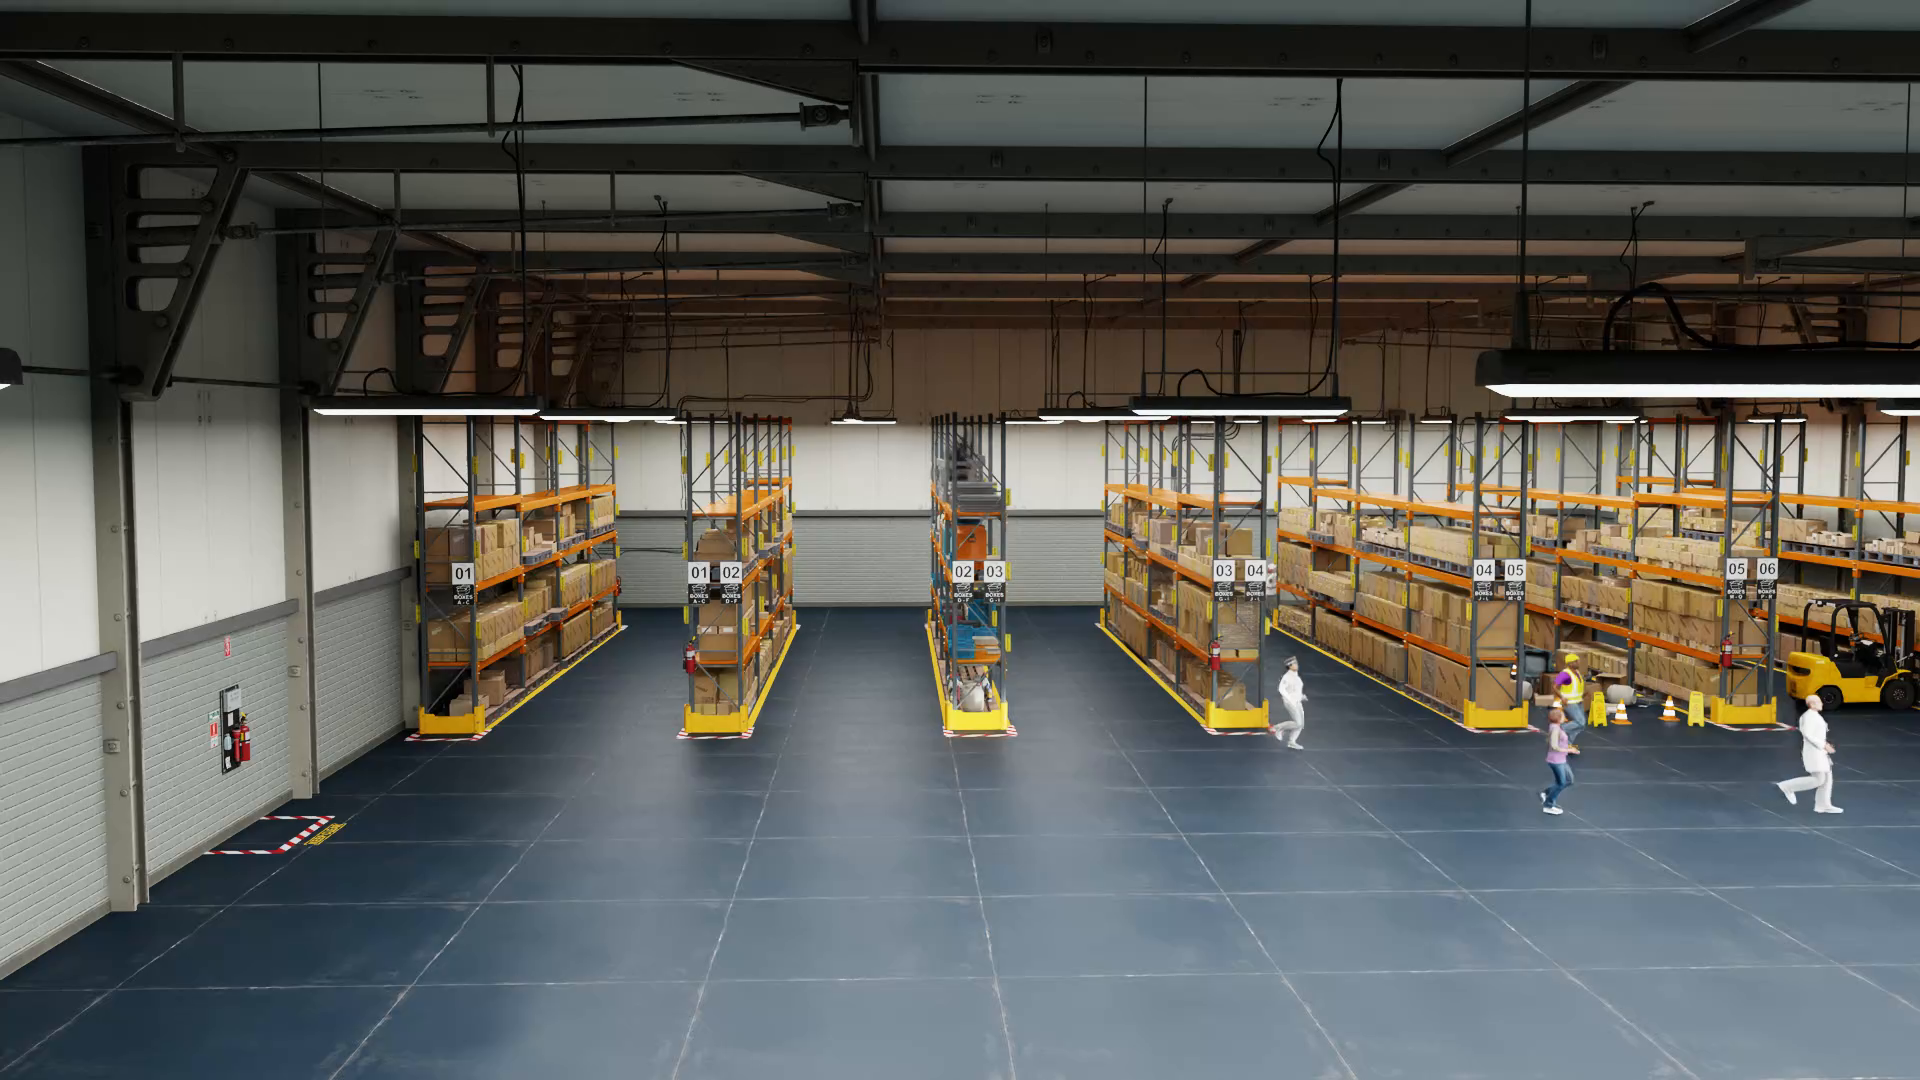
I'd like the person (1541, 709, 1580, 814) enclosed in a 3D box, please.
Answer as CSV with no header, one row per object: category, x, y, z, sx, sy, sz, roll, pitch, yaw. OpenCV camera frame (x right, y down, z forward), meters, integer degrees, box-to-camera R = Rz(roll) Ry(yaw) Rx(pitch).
person,8.864,3.267,24.539,0.536,1.556,0.526,2,4,23

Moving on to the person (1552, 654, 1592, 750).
person,10.818,2.868,29.334,0.579,1.725,0.701,4,5,45

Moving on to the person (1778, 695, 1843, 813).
person,12.635,3.164,24.665,0.865,1.745,0.726,2,4,27

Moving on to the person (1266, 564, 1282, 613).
person,9.058,1.565,48.577,0.845,1.763,0.693,-1,4,-16

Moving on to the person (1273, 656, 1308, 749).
person,5.892,2.886,29.649,0.559,1.657,0.627,2,5,32
